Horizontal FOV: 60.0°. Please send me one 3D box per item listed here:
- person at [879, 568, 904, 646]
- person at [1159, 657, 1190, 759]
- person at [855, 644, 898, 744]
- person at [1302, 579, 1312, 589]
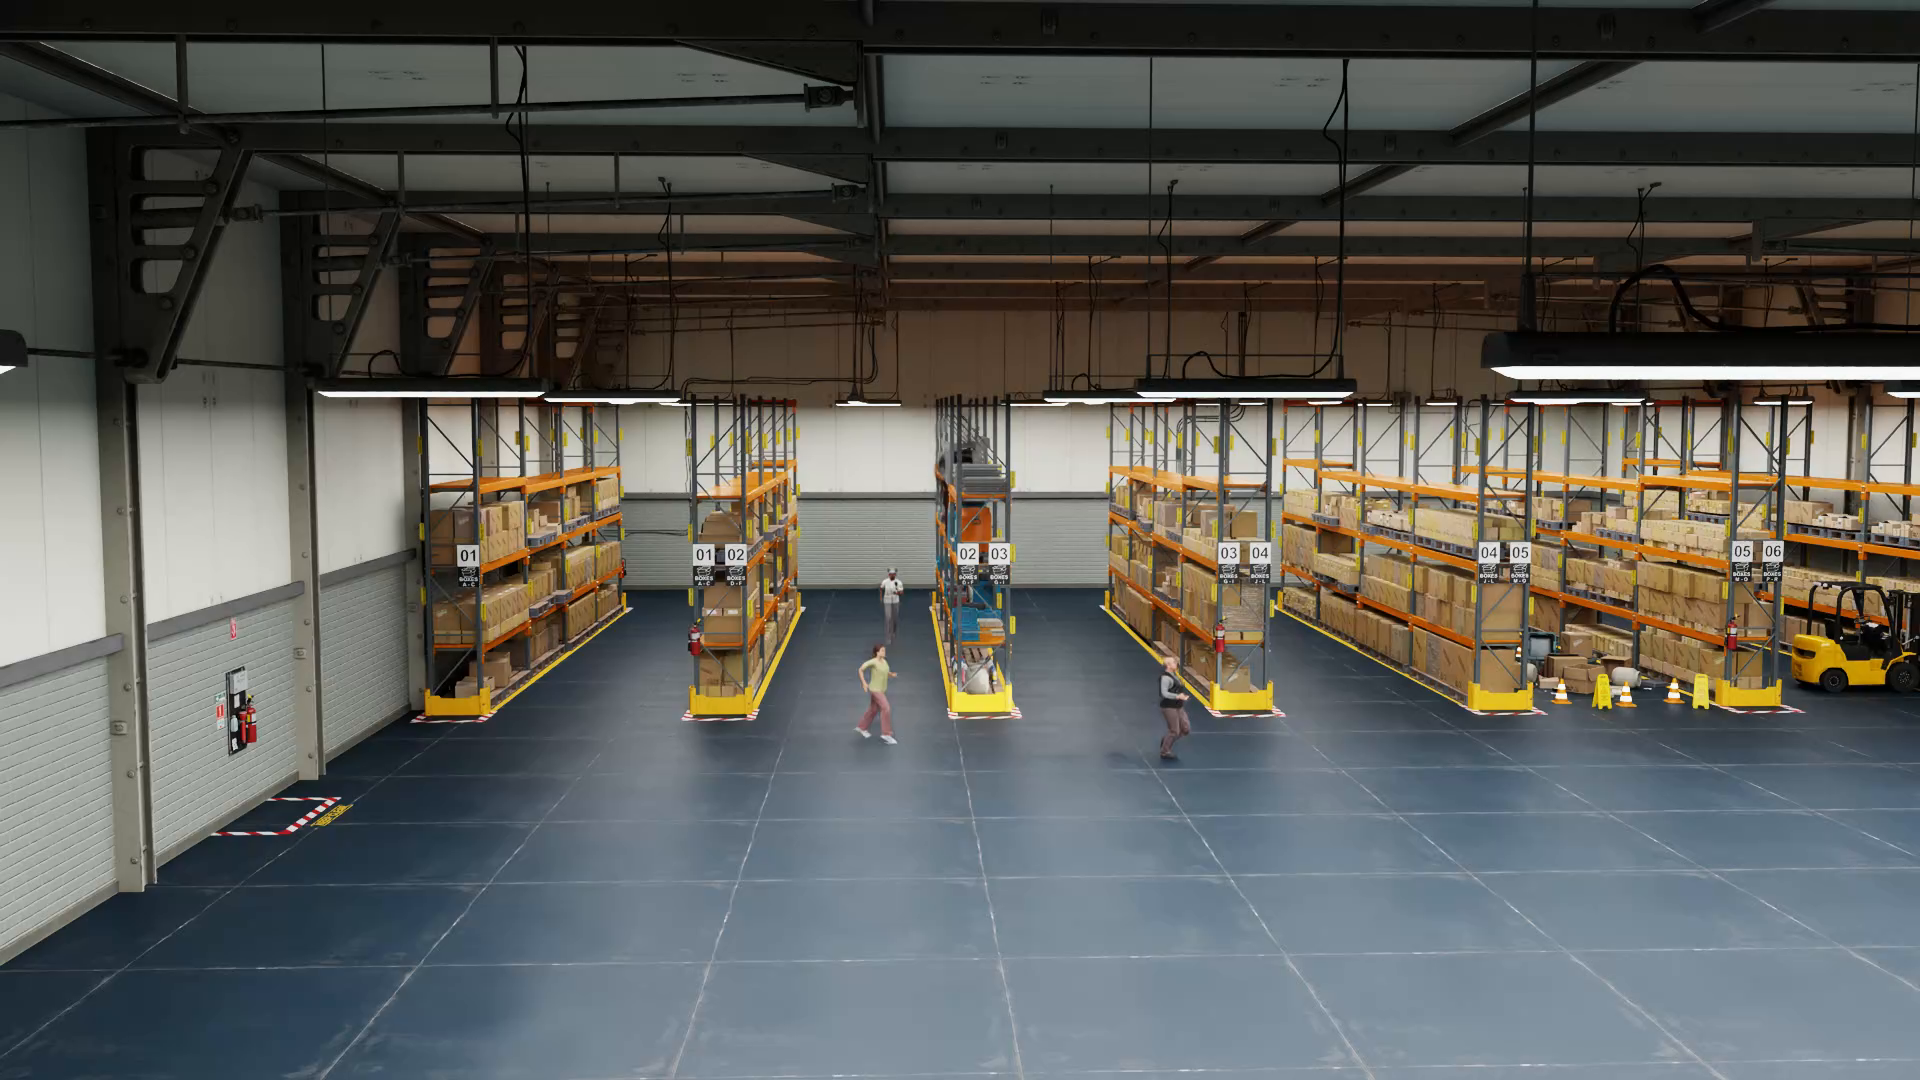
[{"bbox_3d":[-1.603,1.539,38.950,0.540,1.803,0.734,-1,5,-7],"label":"person"},{"bbox_3d":[3.520,2.740,27.126,0.578,1.676,0.649,2,5,26],"label":"person"},{"bbox_3d":[-1.442,2.626,28.595,0.844,1.715,0.546,2,5,23],"label":"person"},{"bbox_3d":[10.454,1.026,49.069,0.520,1.718,0.948,4,6,39],"label":"person"}]
